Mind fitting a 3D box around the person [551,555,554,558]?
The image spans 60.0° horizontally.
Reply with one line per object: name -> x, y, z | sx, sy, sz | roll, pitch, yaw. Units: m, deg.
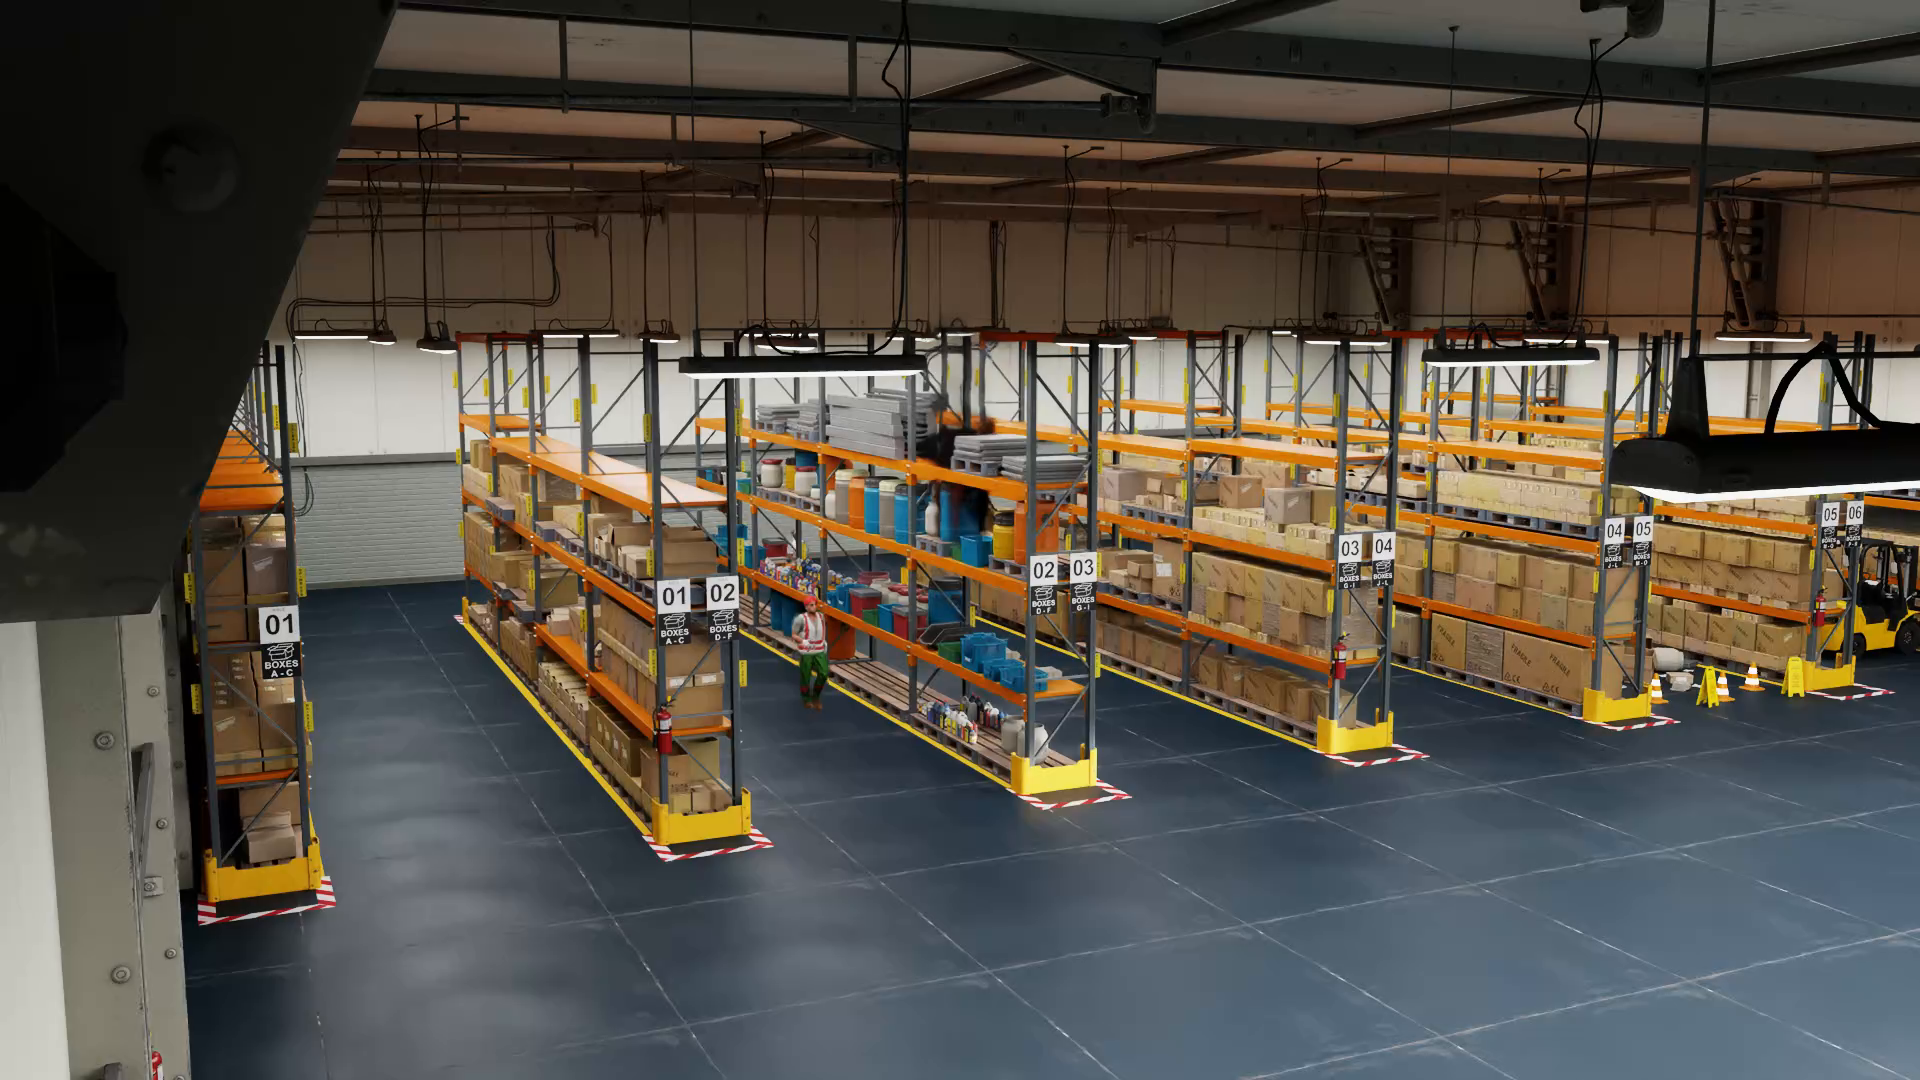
person -> -8.577, 0.674, 35.838 | 0.559, 1.685, 0.700 | 6, 10, 36

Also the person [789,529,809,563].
person -> -3.531, 0.524, 37.183 | 0.496, 1.615, 0.667 | 5, 9, 34

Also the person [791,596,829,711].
person -> -2.259, 1.754, 25.478 | 0.648, 1.813, 0.642 | -4, 9, -28
